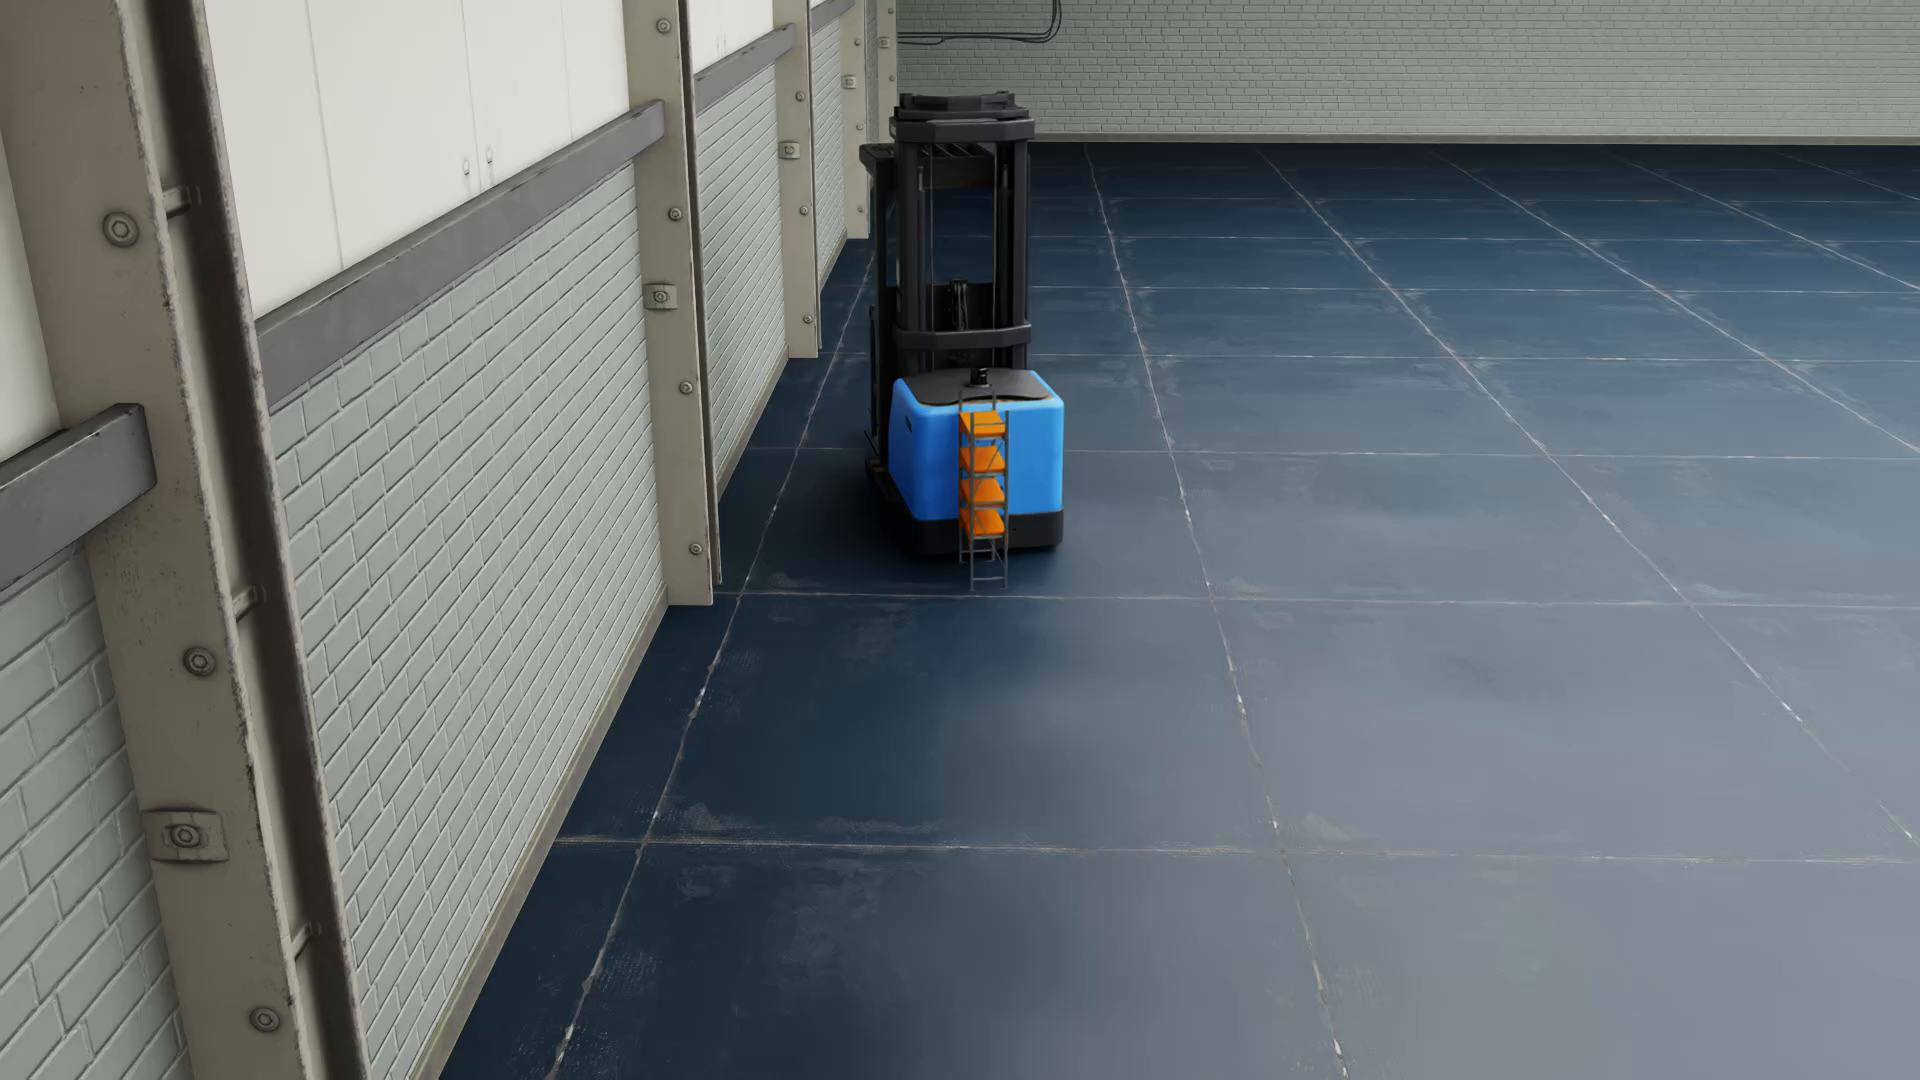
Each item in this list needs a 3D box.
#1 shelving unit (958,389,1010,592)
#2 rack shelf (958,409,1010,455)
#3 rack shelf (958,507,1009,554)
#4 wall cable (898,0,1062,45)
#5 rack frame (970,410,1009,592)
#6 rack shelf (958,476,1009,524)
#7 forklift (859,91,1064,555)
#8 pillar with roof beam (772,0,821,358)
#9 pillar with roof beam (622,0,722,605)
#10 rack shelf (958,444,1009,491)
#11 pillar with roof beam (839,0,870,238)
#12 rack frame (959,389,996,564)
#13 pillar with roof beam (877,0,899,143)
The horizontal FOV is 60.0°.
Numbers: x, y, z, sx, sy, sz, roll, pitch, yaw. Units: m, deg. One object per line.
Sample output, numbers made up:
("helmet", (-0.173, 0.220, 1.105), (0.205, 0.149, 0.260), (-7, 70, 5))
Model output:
("shelving unit", (0.148, -0.321, 10.699), (0.258, 1.200, 0.503), (-3, 21, -8))
("rack shelf", (0.148, -0.688, 10.556), (0.258, 0.148, 0.480), (-3, 21, -8))
("rack shelf", (0.148, -0.074, 10.795), (0.258, 0.148, 0.480), (-3, 21, -8))
("wall cable", (0.247, -9.968, 29.072), (3.097, 2.526, 0.112), (1, 21, 2))
("rack frame", (0.183, -0.234, 10.473), (0.240, 1.200, 0.015), (-3, 21, -8))
("rack shelf", (0.148, -0.259, 10.723), (0.258, 0.148, 0.480), (-3, 21, -8))
("forklift", (-0.107, -1.768, 12.033), (1.130, 2.935, 3.031), (-4, 22, -11))
("pillar with roof beam", (2.774, -5.979, 14.499), (9.100, 9.000, 0.400), (1, 21, 2))
("pillar with roof beam", (2.591, -3.810, 8.907), (9.100, 9.000, 0.400), (1, 21, 2))
("rack shelf", (0.148, -0.467, 10.642), (0.258, 0.148, 0.480), (-3, 21, -8))
("pillar with roof beam", (2.956, -8.148, 20.090), (9.100, 9.000, 0.400), (1, 21, 2))
("rack frame", (0.112, -0.409, 10.924), (0.240, 1.200, 0.015), (-3, 21, -8))
("pillar with roof beam", (3.139, -10.318, 25.681), (9.100, 9.000, 0.400), (1, 21, 2))
